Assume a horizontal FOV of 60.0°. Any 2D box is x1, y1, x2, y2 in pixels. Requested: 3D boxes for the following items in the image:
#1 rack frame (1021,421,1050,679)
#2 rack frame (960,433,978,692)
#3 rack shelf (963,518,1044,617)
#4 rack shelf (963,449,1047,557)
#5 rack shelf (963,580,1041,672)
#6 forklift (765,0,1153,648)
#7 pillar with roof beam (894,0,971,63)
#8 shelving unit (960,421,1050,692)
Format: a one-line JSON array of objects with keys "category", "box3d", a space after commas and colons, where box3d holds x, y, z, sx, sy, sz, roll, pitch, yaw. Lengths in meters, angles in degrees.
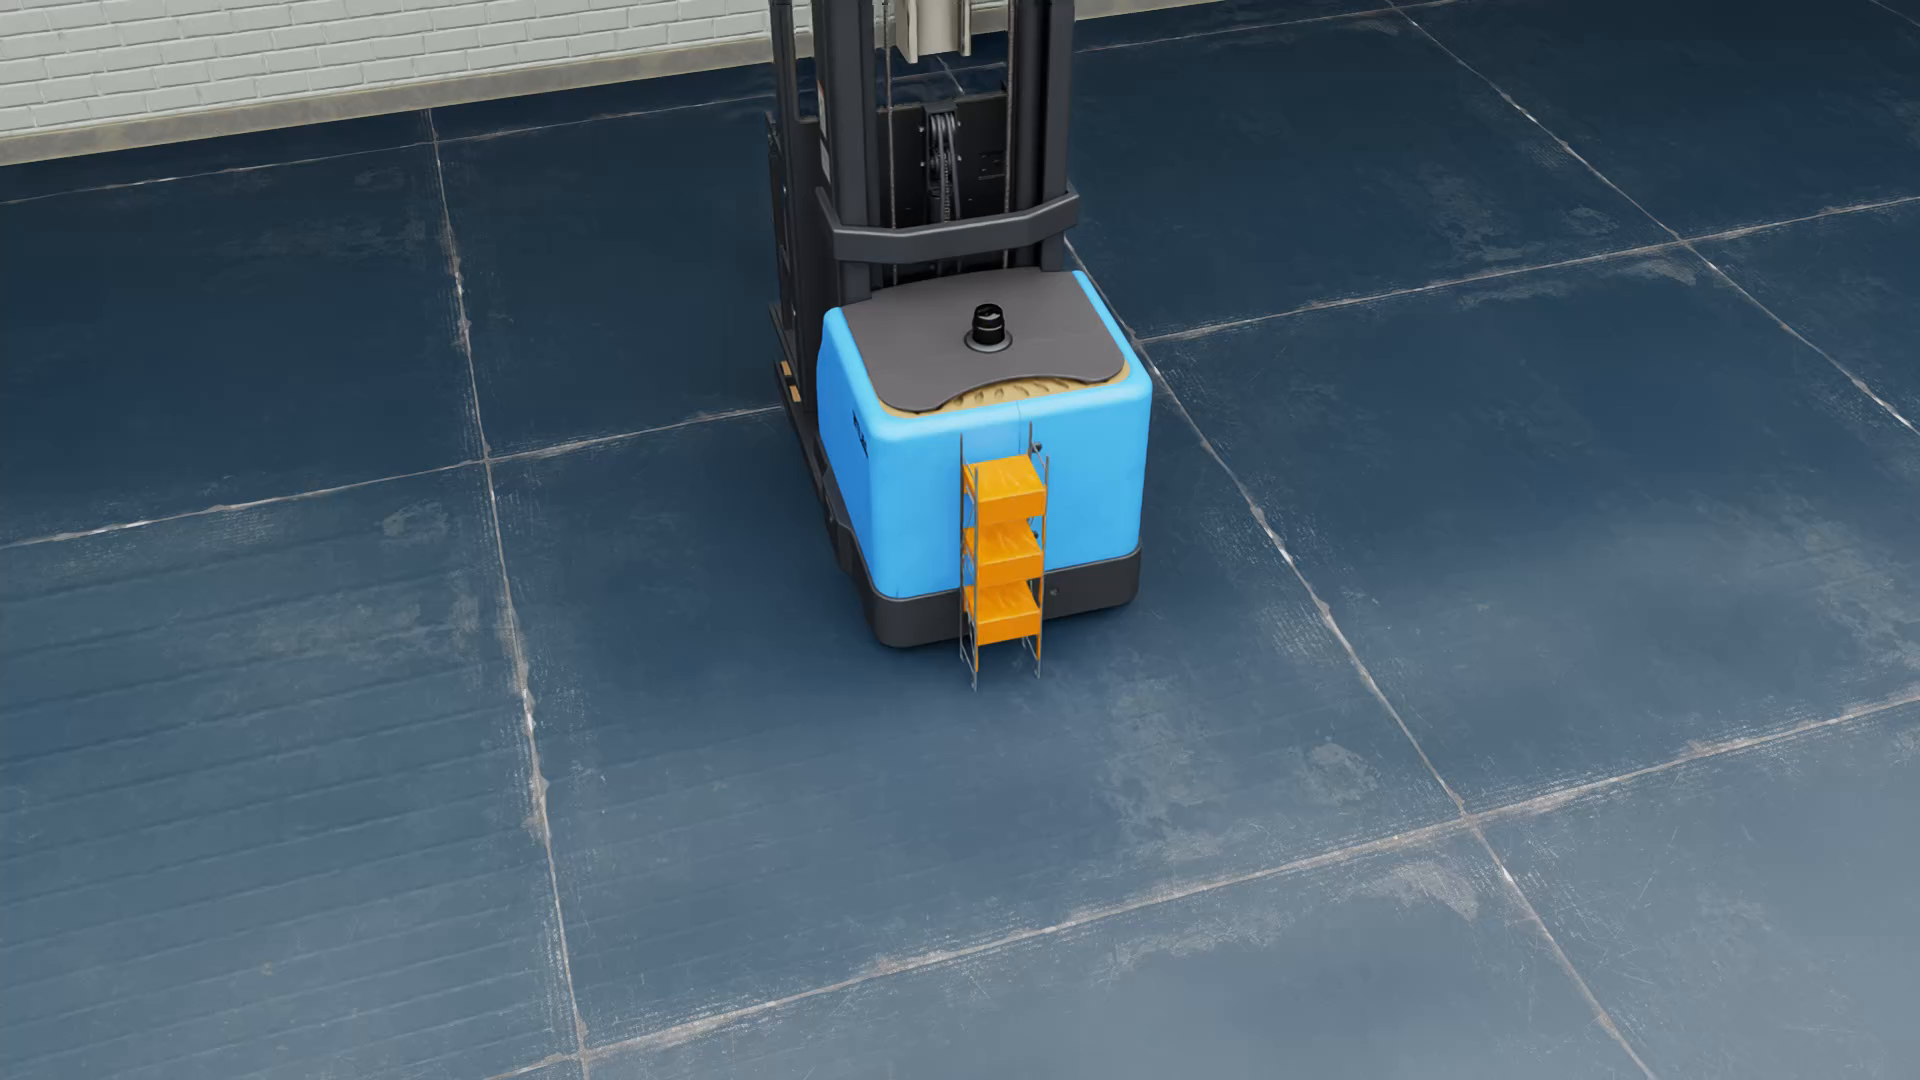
[{"category": "rack frame", "box3d": [0.264, 0.057, 5.887, 0.008, 1.050, 0.200, -11, 42, -12]}, {"category": "rack frame", "box3d": [0.029, 0.100, 5.837, 0.008, 1.050, 0.200, -11, 42, -12]}, {"category": "rack shelf", "box3d": [0.147, 0.087, 5.869, 0.240, 0.259, 0.215, -11, 42, -12]}, {"category": "rack shelf", "box3d": [0.147, -0.127, 5.682, 0.240, 0.259, 0.215, -11, 42, -12]}, {"category": "rack shelf", "box3d": [0.147, 0.296, 6.052, 0.240, 0.259, 0.215, -11, 42, -12]}, {"category": "forklift", "box3d": [-0.204, -1.685, 6.451, 1.130, 2.935, 3.031, -11, 42, -12]}, {"category": "pillar with roof beam", "box3d": [1.126, -3.702, 4.148, 0.400, 9.000, 9.100, -12, 42, -13]}, {"category": "shelving unit", "box3d": [0.147, 0.079, 5.862, 0.252, 1.050, 0.215, -11, 42, -12]}]
